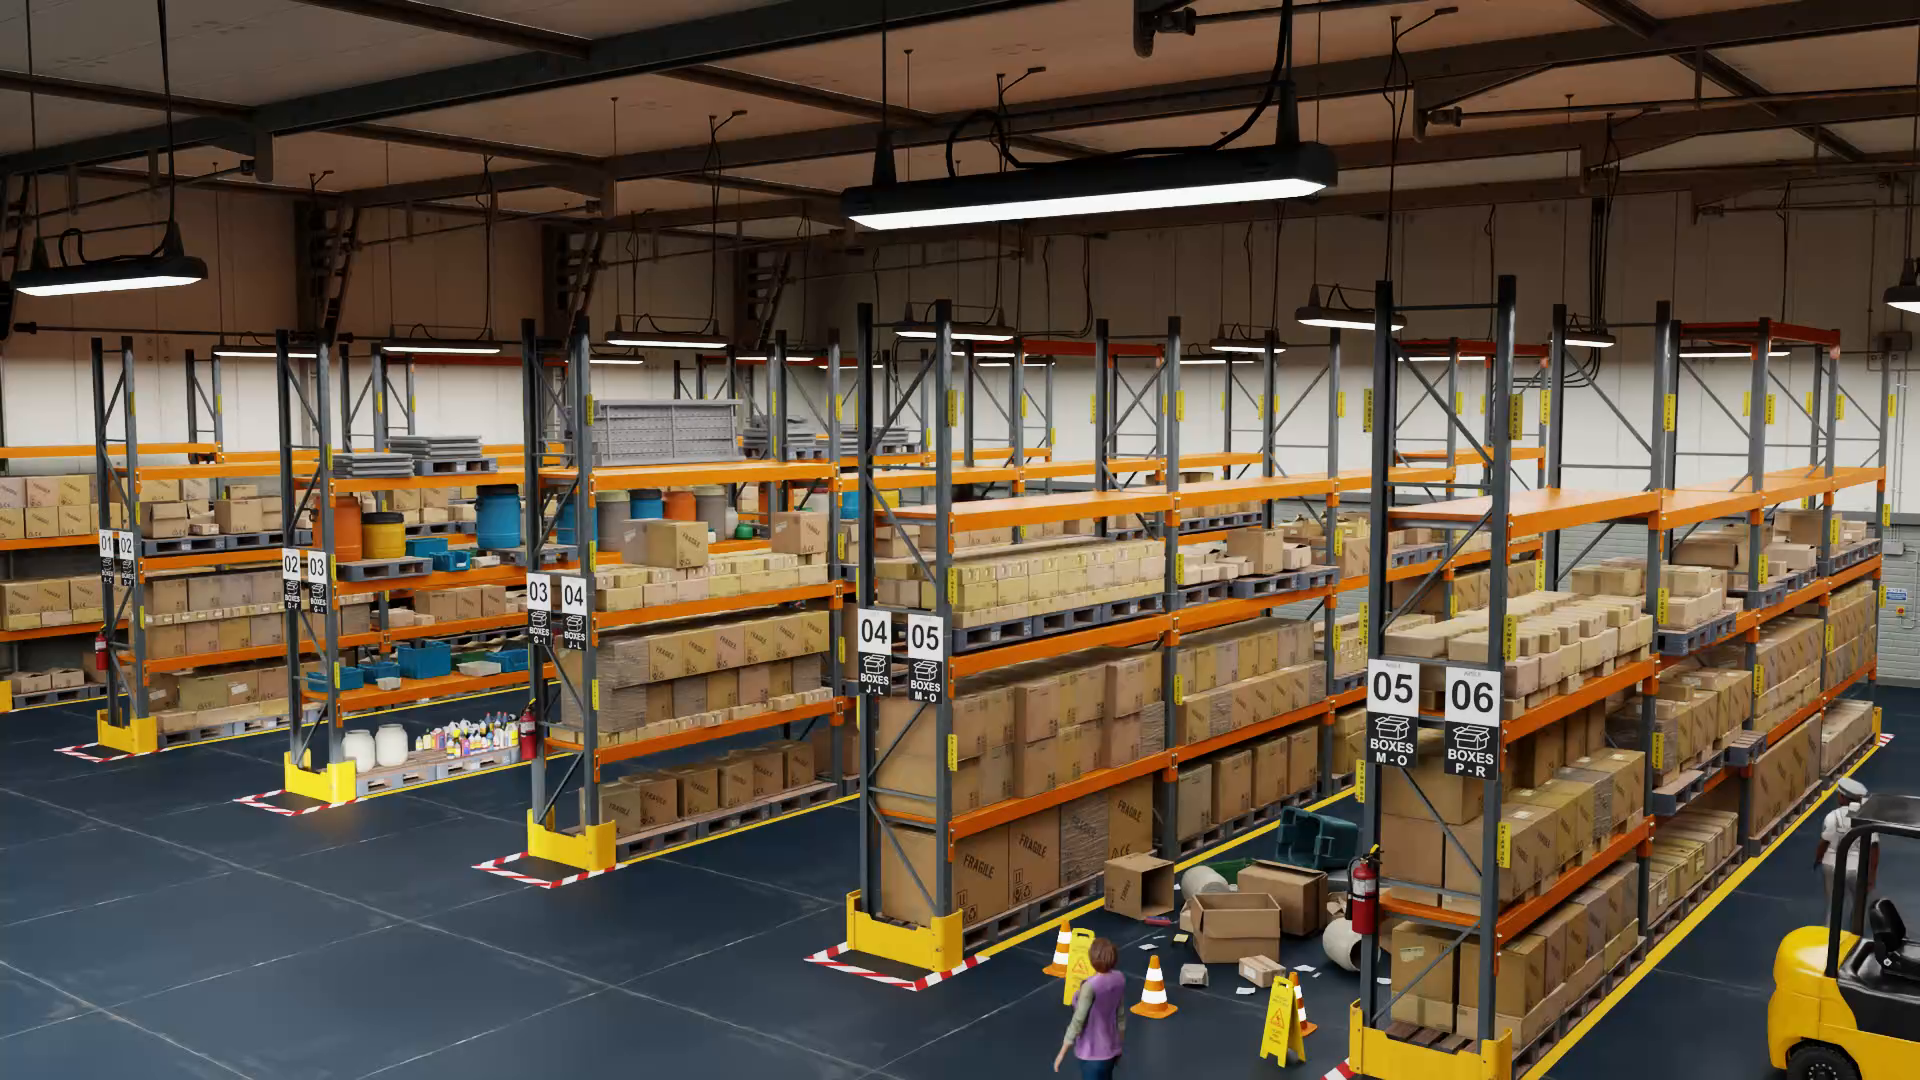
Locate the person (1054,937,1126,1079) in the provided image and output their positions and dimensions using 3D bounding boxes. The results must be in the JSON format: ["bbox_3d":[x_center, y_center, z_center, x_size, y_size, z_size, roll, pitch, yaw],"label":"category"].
[{"bbox_3d":[0.874,3.410,10.993,0.421,1.608,0.440,2,6,26],"label":"person"}]

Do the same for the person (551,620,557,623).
[{"bbox_3d":[-8.520,1.351,34.326,0.579,1.643,0.914,2,6,26],"label":"person"}]

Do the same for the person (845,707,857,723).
[{"bbox_3d":[-1.745,2.121,24.131,0.513,1.713,0.346,-4,6,-36],"label":"person"}]

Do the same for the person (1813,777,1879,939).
[{"bbox_3d":[8.056,3.005,15.142,0.539,1.709,0.738,3,6,34],"label":"person"}]
